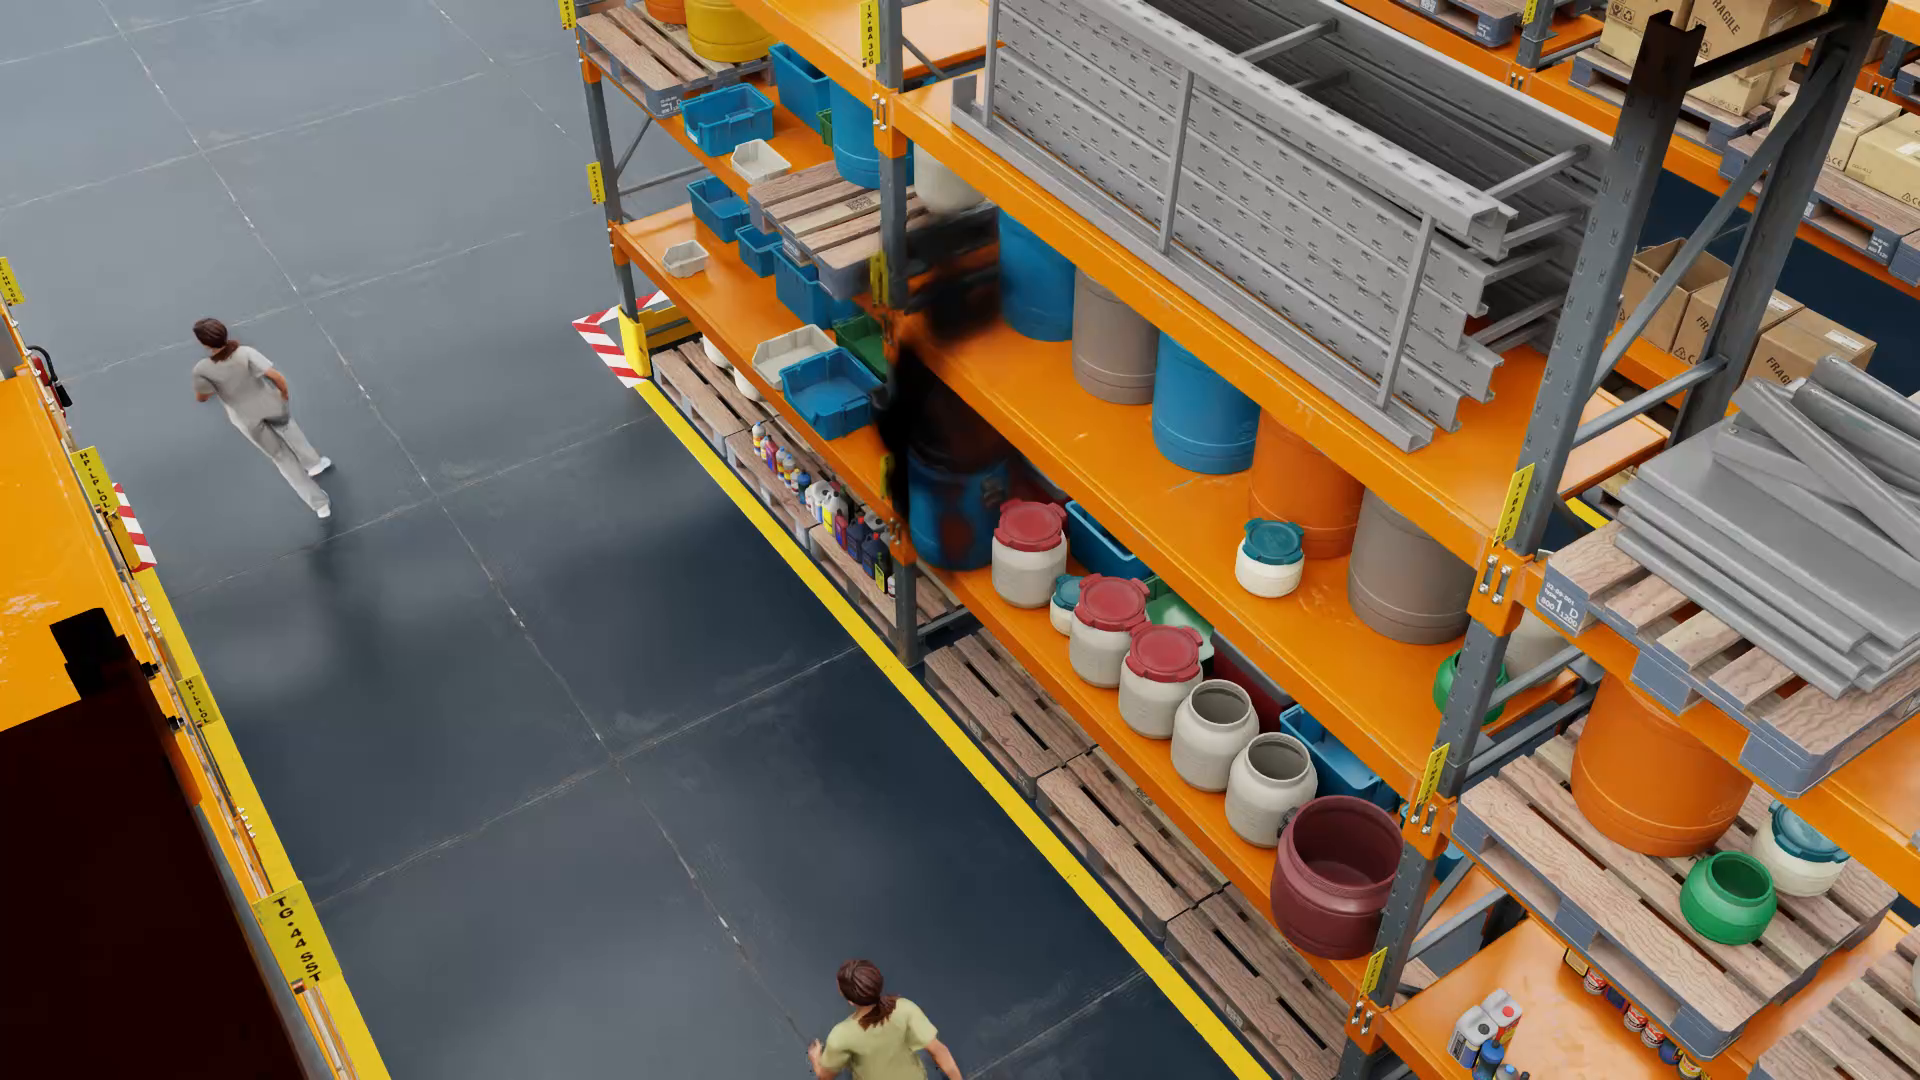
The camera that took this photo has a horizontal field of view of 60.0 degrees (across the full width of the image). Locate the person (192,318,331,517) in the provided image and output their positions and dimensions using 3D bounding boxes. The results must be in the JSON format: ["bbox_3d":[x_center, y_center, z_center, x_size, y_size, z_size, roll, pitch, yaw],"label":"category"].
[{"bbox_3d":[-4.790,-0.850,11.483,0.746,1.630,0.739,-27,49,-26],"label":"person"}]

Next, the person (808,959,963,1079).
[{"bbox_3d":[-0.346,2.492,7.585,0.571,1.603,0.727,-23,47,-23],"label":"person"}]
